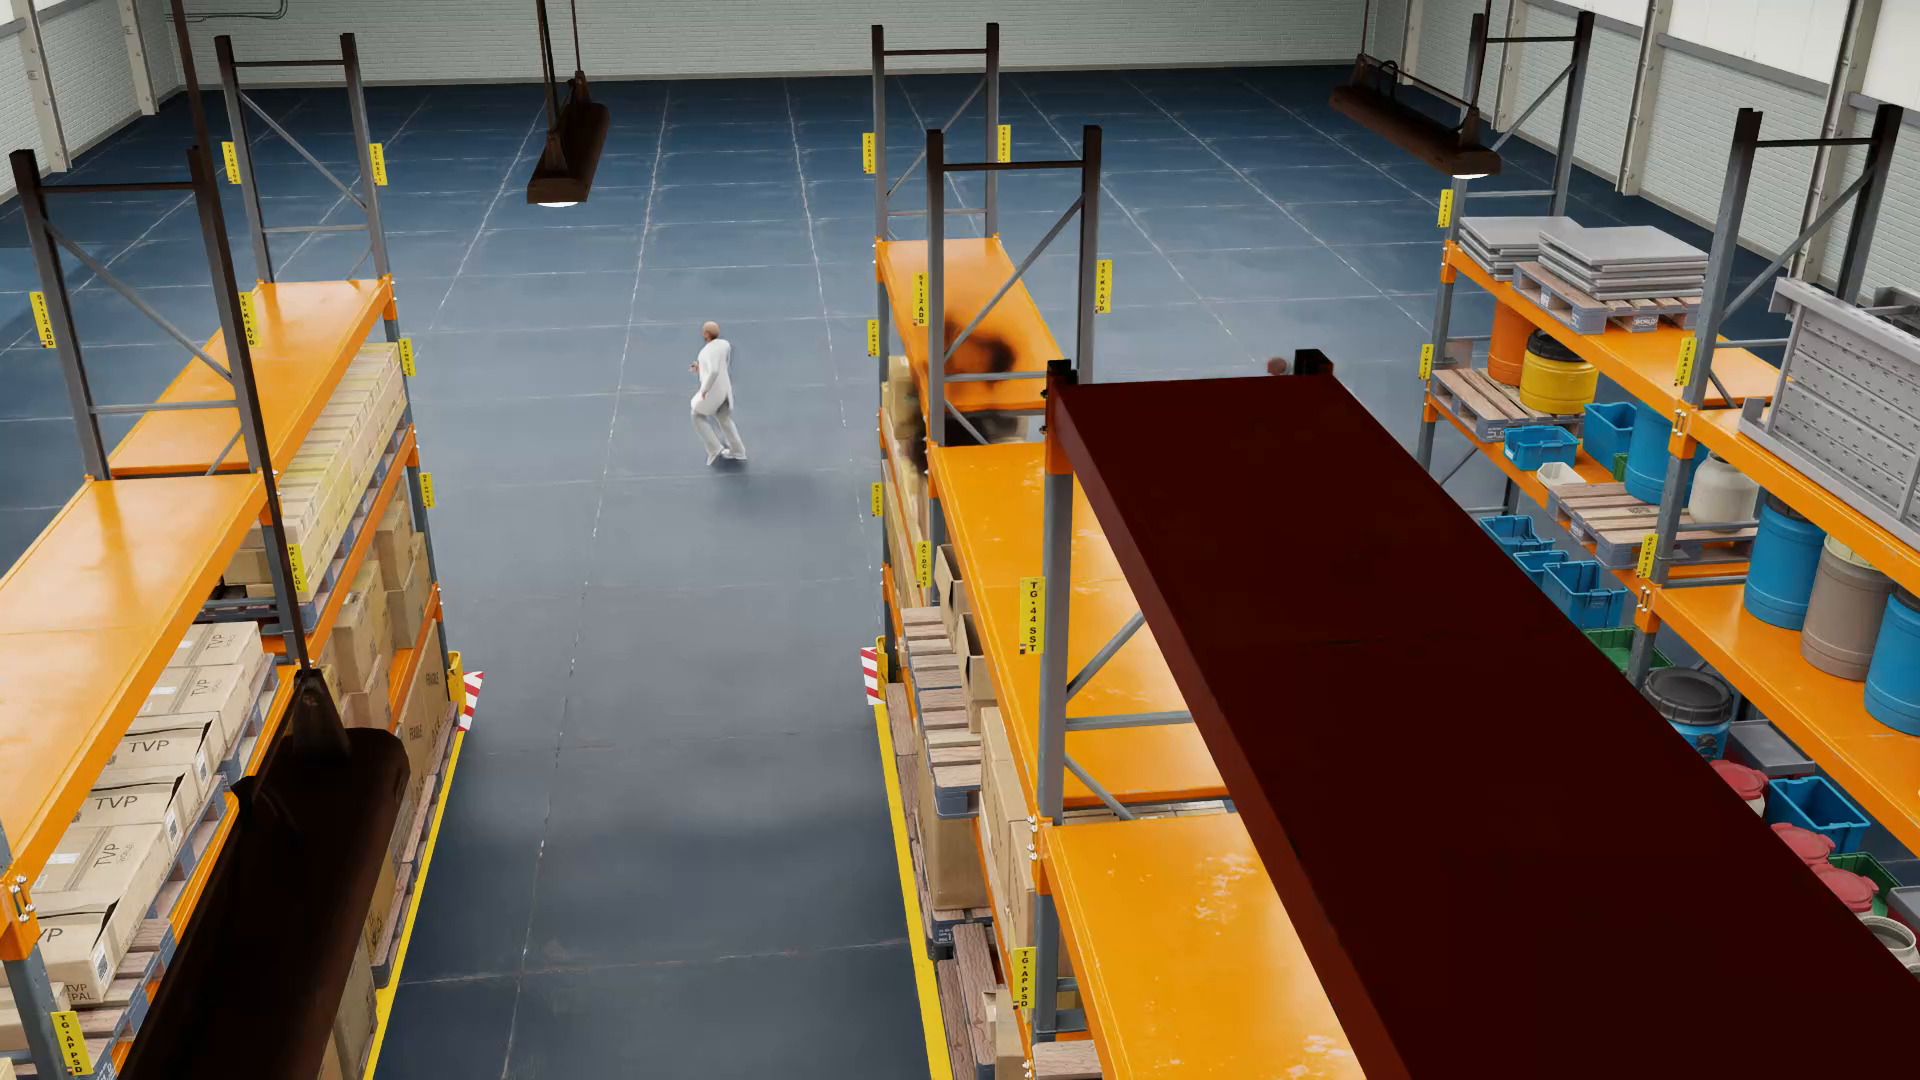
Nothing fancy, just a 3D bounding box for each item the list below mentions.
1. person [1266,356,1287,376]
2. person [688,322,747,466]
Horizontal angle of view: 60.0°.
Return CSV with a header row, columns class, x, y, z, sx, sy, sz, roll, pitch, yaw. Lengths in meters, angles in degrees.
class,x,y,z,sx,sy,sz,roll,pitch,yaw
person,3.650,-1.437,19.649,0.635,1.563,0.509,6,26,13
person,-2.996,-1.759,20.186,0.779,1.831,0.740,12,28,23
